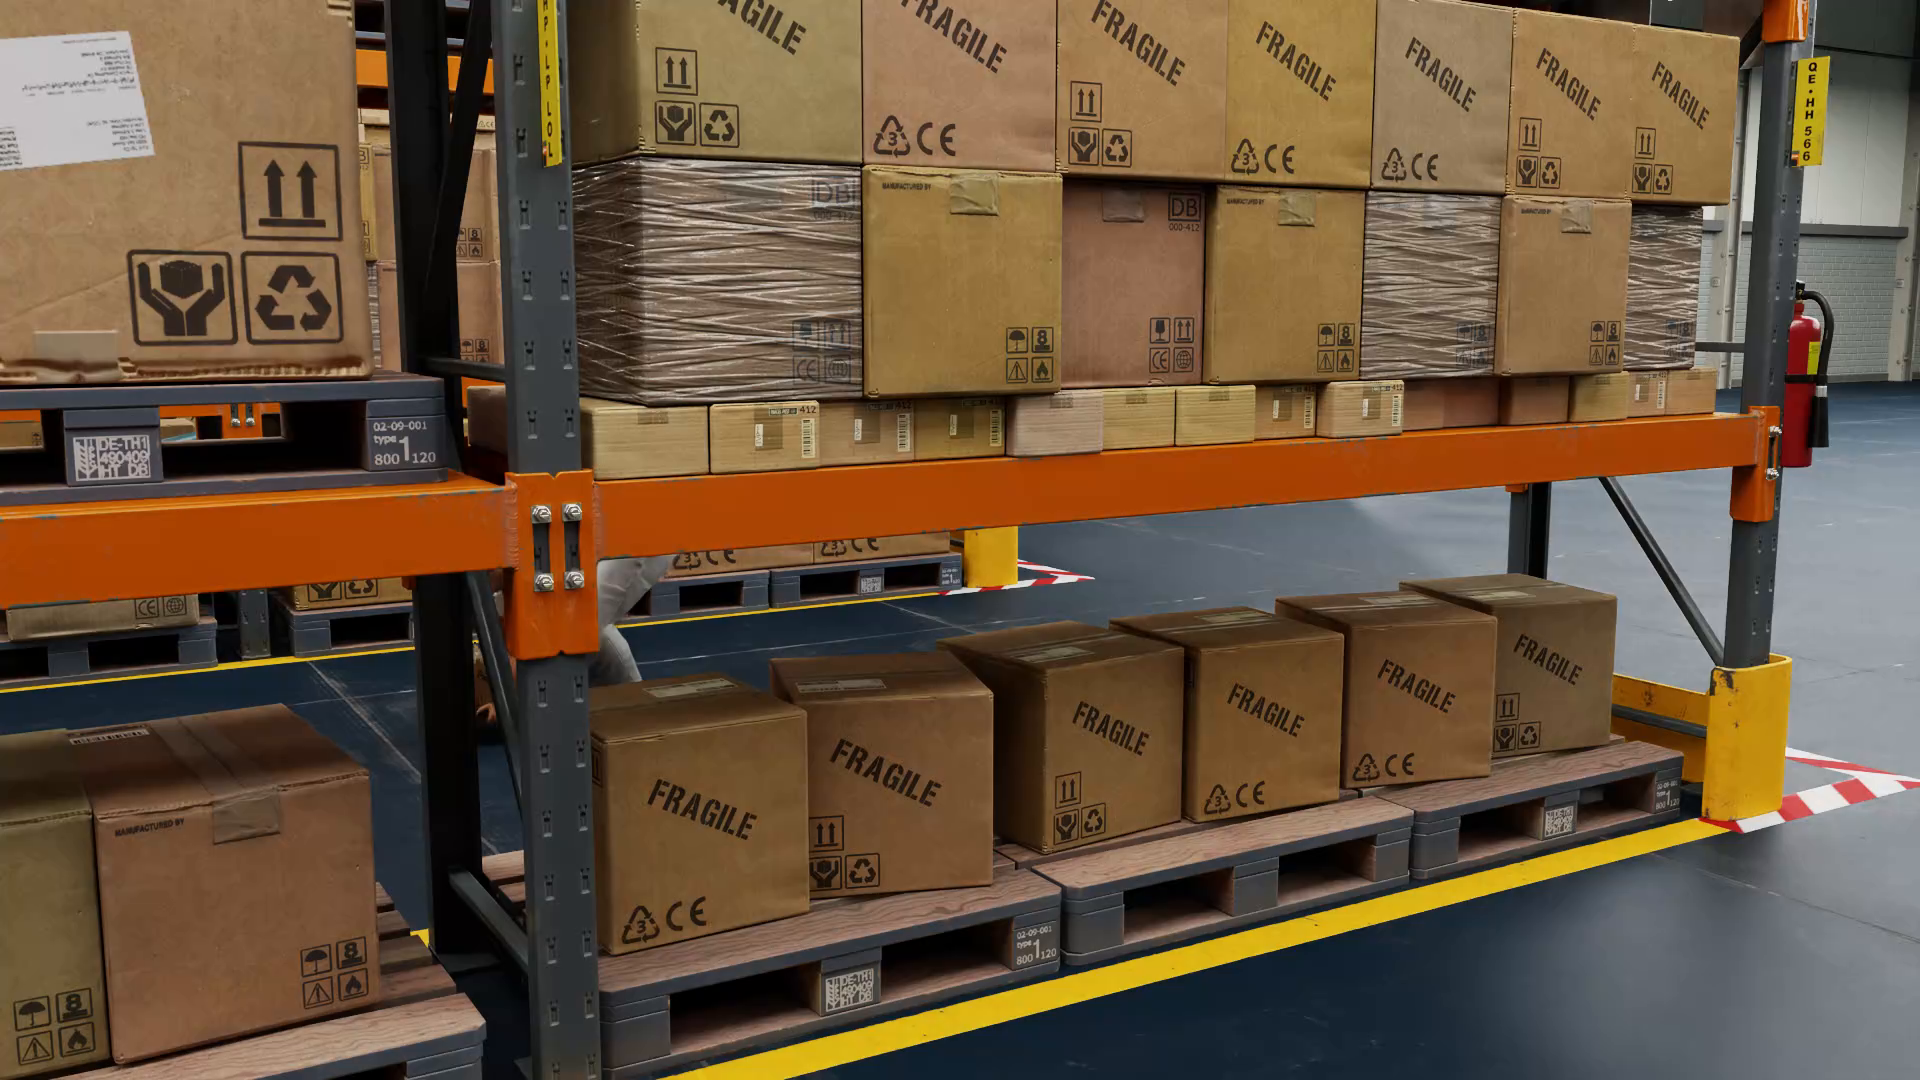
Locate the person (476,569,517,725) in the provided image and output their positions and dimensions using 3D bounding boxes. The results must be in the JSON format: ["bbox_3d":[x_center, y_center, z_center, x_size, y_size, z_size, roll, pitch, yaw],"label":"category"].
[{"bbox_3d":[-1.542,0.262,6.504,0.923,0.953,0.453,-6,10,-34],"label":"person"}]
